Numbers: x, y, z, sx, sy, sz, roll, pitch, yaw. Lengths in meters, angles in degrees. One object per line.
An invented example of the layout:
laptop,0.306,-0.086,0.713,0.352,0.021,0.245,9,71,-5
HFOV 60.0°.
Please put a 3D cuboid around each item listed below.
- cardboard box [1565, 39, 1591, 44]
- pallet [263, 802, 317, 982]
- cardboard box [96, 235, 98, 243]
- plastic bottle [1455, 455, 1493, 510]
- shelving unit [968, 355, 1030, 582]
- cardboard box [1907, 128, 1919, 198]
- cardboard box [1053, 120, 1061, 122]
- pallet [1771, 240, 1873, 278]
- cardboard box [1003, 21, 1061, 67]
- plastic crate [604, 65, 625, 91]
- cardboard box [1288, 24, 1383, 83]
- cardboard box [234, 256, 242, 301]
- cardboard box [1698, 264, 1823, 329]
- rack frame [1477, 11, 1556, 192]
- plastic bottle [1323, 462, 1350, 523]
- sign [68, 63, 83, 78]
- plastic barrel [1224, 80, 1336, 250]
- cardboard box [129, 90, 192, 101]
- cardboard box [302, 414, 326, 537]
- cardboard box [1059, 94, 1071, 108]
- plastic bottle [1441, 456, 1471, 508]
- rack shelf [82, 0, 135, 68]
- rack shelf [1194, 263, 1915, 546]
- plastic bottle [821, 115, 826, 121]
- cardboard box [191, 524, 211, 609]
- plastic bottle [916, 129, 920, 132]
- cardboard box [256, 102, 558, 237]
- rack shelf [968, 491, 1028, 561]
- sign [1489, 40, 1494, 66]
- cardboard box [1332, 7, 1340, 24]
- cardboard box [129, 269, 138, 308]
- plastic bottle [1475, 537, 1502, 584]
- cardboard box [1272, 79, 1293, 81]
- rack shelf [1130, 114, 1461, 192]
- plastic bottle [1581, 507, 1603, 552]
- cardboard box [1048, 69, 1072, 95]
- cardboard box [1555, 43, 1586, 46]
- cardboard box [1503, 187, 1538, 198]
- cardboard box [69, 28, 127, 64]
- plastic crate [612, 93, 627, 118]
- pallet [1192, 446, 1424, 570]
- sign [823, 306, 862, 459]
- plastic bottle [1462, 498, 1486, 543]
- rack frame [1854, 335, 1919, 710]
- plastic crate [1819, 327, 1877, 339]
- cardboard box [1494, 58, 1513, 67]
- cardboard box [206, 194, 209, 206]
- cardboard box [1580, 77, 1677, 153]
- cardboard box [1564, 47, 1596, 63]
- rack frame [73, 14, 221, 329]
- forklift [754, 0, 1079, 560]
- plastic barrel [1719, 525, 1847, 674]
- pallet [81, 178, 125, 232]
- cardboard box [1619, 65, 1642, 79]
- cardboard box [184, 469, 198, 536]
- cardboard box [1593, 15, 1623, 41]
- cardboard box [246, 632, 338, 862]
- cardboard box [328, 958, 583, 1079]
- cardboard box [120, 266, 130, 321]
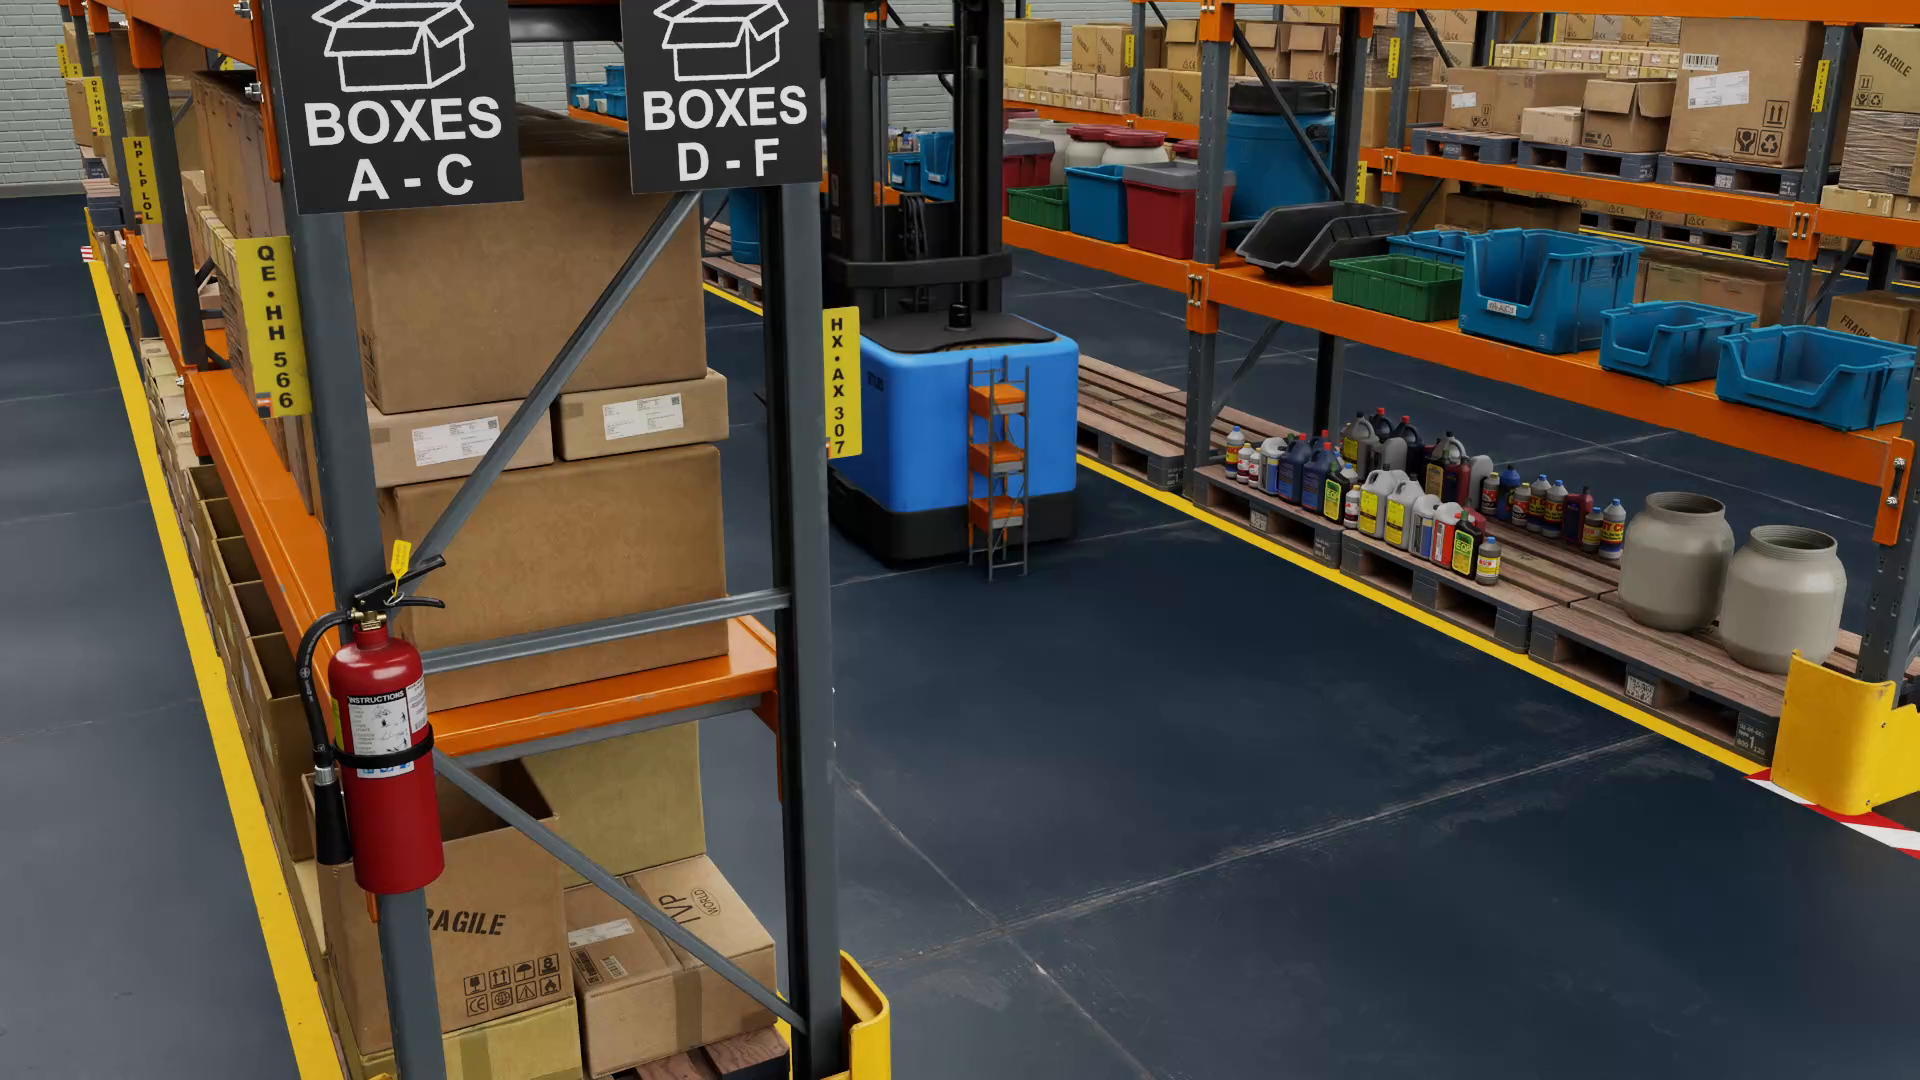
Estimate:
cardboard box,9.333,-7.188,24.711,0.500,0.500,0.500,-10,22,-27
pallet,-1.726,0.953,5.547,1.003,0.211,1.213,-10,21,-27
cardboard box,-8.333,-3.019,16.452,0.380,0.166,0.250,-10,21,-27
plastic bottle,2.589,-0.302,8.410,0.152,0.276,0.135,-10,21,-26
shelving unit,0.185,-0.344,8.020,0.215,1.050,0.252,-8,21,-22
cardboard box,6.436,-2.385,10.334,0.875,0.500,0.500,-10,21,-27
cardboard box,1.178,-4.691,20.240,0.875,0.875,0.875,-10,21,-27
pallet,8.892,-2.816,16.468,1.003,0.211,1.213,-10,21,-27
cardboard box,0.851,-5.882,19.705,0.500,0.500,0.500,-11,22,-28
plastic crate,-3.664,-5.140,18.782,0.616,0.435,0.499,-10,21,-27
cardboard box,3.531,-4.554,15.539,0.797,0.503,0.637,-9,21,-25
cardboard box,-2.077,-0.828,5.286,0.380,0.149,0.250,-11,22,-28
cardboard box,5.798,-1.690,12.089,0.700,0.500,0.500,-12,22,-31
rack frame,6.684,-5.520,20.030,1.000,3.000,0.127,-10,21,-27
plastic bottle,1.861,-0.237,8.210,0.061,0.283,0.133,-9,21,-24
sign,-6.922,-3.571,13.053,0.100,0.325,0.005,-10,21,-27
plastic barrel,1.795,-2.112,9.385,0.600,0.901,0.708,-10,21,-27
cardboard box,-5.214,-2.801,11.352,0.700,0.500,0.500,-6,20,-16
cardboard box,-1.445,-0.279,4.689,0.700,0.500,0.500,-10,21,-26
cardboard box,1.349,-4.994,18.892,0.380,0.149,0.250,-10,21,-26
plastic bottle,2.496,-0.289,8.361,0.061,0.283,0.133,-10,21,-27
rack shelf,-3.599,-2.603,8.081,1.077,0.370,4.000,-10,21,-27
rack shelf,2.661,-0.803,7.463,1.077,0.370,4.000,-10,21,-27
plastic bottle,-1.203,-3.642,14.779,0.152,0.276,0.135,-10,21,-27
cardboard box,-3.102,0.076,7.384,0.500,0.250,0.500,-10,22,-27
plastic bottle,-0.352,-3.163,13.378,0.061,0.283,0.133,-10,21,-27
cardboard box,-1.480,-0.909,4.525,0.700,0.500,0.500,-10,21,-26
rack shelf,0.185,-0.072,8.114,0.215,0.259,0.240,-8,21,-22
sign,4.644,-4.229,14.636,0.100,0.325,0.005,-10,21,-27
cardboard box,5.237,-6.862,21.778,0.500,0.500,0.500,-11,22,-28
cardboard box,-5.230,-1.728,11.048,0.500,0.250,0.500,-9,21,-25
plastic bottle,2.353,0.087,7.397,0.097,0.201,0.097,0,19,0
cardboard box,3.237,-4.076,15.691,0.500,0.500,0.500,-11,22,-28
rack shelf,3.221,-3.867,16.341,1.077,0.370,4.000,-10,21,-27
plastic bottle,2.975,-0.053,7.801,0.097,0.201,0.097,0,19,0
cardboard box,1.340,-5.231,18.967,0.500,0.250,0.500,-10,21,-26
cardboard box,7.175,-5.719,19.436,0.380,0.149,0.250,-11,22,-28
cardboard box,6.802,-4.284,19.636,0.500,0.500,0.500,-9,21,-25
cardboard box,-7.401,-4.164,14.414,0.500,0.500,0.500,-10,21,-26
plastic crate,-3.392,-4.525,17.312,0.416,0.233,0.300,-10,21,-27
pallet,1.994,-0.200,8.887,1.003,0.211,1.213,-10,21,-27
sign,-0.259,-0.334,3.551,0.100,0.325,0.005,-10,21,-27
plastic bottle,2.351,-0.045,7.654,0.061,0.283,0.133,-10,21,-27
rack frame,3.611,-0.569,5.682,1.000,3.000,0.127,-10,21,-27
plastic crate,3.469,-0.751,6.614,0.298,0.136,0.250,-10,21,-27
cardboard box,6.467,-5.556,19.420,0.380,0.149,0.250,-10,21,-26
cardboard box,-3.250,-1.372,7.857,0.500,0.500,0.500,-8,21,-23
cardboard box,5.166,-3.215,12.548,0.797,0.503,0.637,-8,20,-21
cardboard box,6.962,-5.398,18.507,0.380,0.149,0.250,-10,21,-27
rack frame,-6.449,-3.248,13.444,1.000,3.000,0.127,-10,21,-27
forklift,-0.435,-1.732,9.157,1.130,2.935,3.031,-8,21,-22
plastic barrel,3.231,0.232,6.532,0.421,0.512,0.421,0,19,0
pallet,-4.933,-2.192,10.680,1.213,0.211,1.003,-10,21,-27
cardboard box,7.334,-5.034,17.905,0.380,0.149,0.250,-9,21,-25
cardboard box,-3.094,-0.187,7.286,0.500,0.311,0.500,-10,21,-27
cardboard box,9.573,-7.508,24.106,0.500,0.500,0.500,-10,21,-27
cardboard box,-1.755,0.551,4.857,0.500,0.500,0.500,-10,21,-27
cardboard box,-1.265,1.190,4.155,0.500,0.250,0.500,-10,21,-27
cardboard box,-6.170,-1.946,12.830,0.500,0.500,0.500,-10,21,-26
